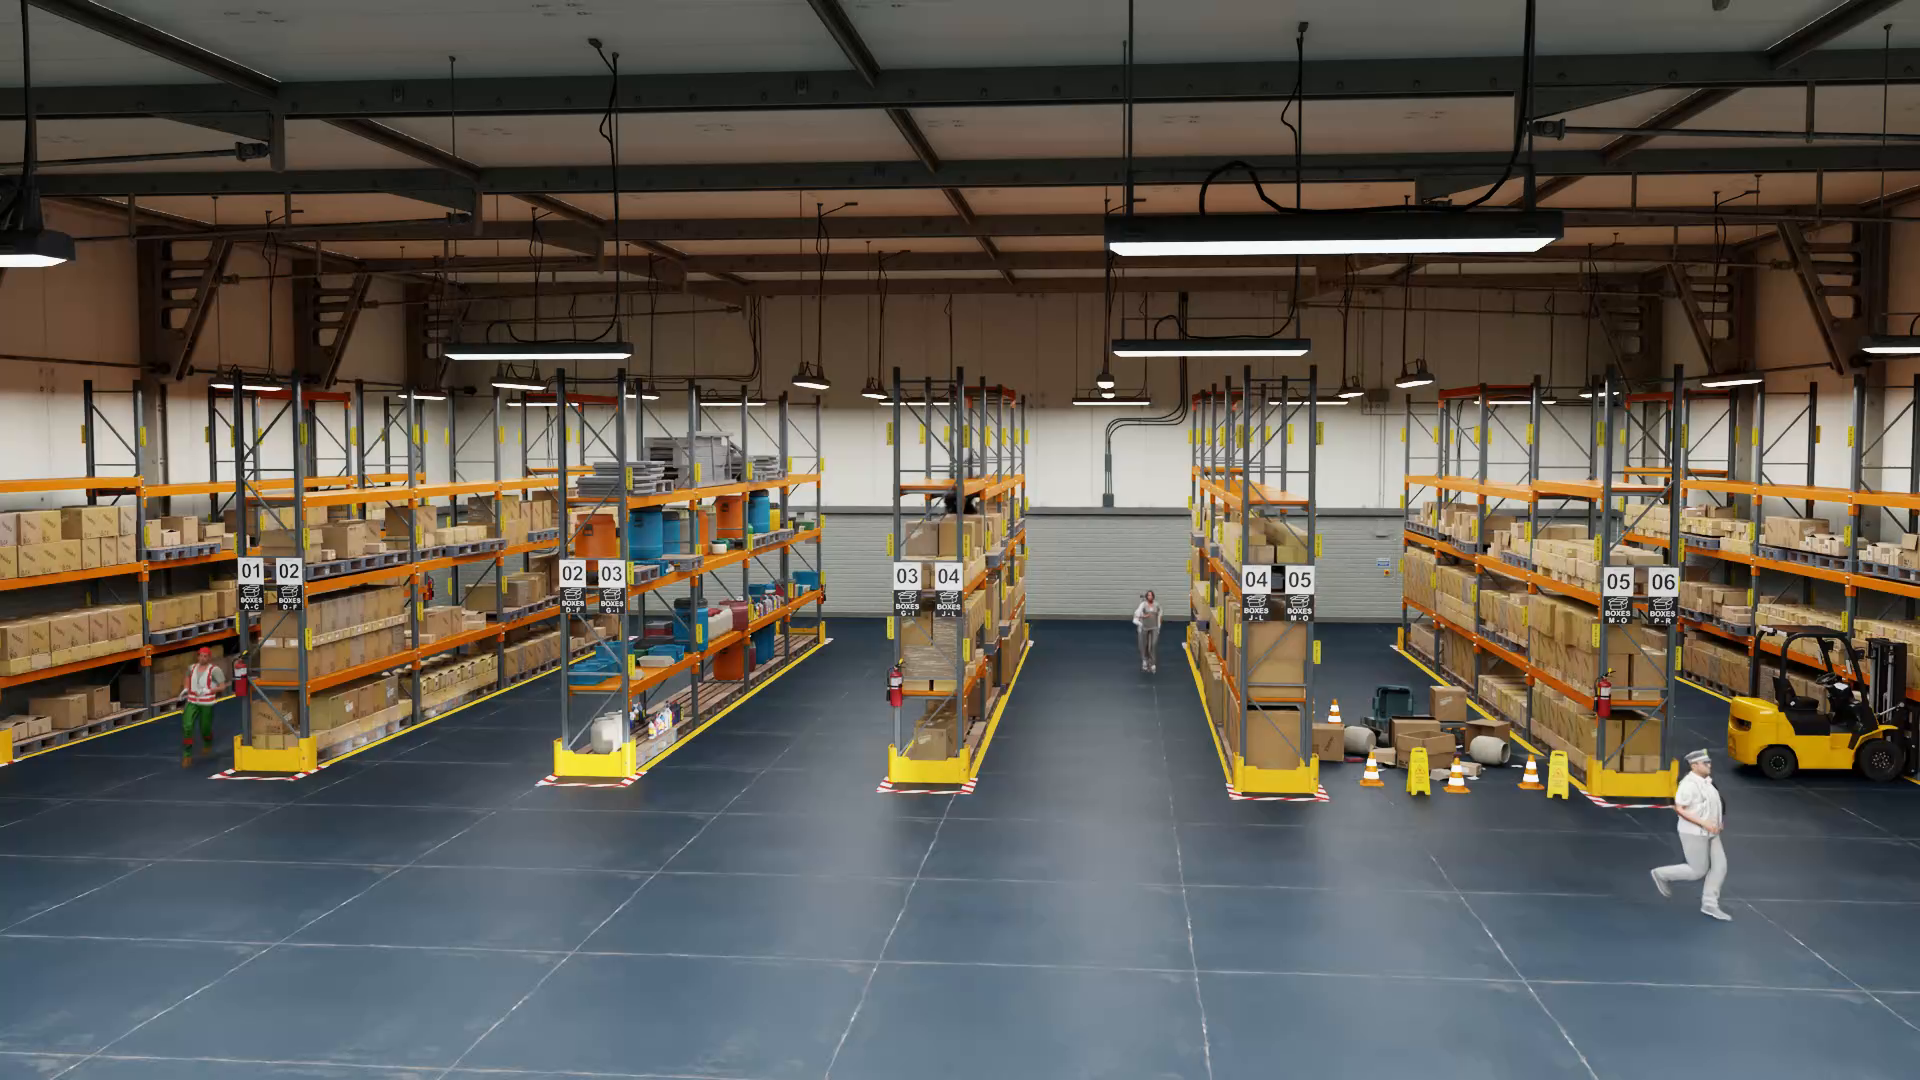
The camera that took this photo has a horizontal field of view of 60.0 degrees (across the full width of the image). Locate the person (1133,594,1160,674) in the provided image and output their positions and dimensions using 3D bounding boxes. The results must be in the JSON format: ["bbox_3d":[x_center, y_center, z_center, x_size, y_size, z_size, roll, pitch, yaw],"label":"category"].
[{"bbox_3d":[3.947,1.975,35.126,0.581,1.699,0.677,0,4,8],"label":"person"}]

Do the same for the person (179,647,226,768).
[{"bbox_3d":[-11.629,2.533,25.556,0.692,1.812,0.924,0,4,-5],"label":"person"}]

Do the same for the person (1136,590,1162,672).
[{"bbox_3d":[3.823,1.818,33.562,0.566,1.625,0.779,0,4,-2],"label":"person"}]

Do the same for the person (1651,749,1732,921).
[{"bbox_3d":[7.719,3.055,17.459,0.663,1.772,0.816,-3,5,-41],"label":"person"}]
